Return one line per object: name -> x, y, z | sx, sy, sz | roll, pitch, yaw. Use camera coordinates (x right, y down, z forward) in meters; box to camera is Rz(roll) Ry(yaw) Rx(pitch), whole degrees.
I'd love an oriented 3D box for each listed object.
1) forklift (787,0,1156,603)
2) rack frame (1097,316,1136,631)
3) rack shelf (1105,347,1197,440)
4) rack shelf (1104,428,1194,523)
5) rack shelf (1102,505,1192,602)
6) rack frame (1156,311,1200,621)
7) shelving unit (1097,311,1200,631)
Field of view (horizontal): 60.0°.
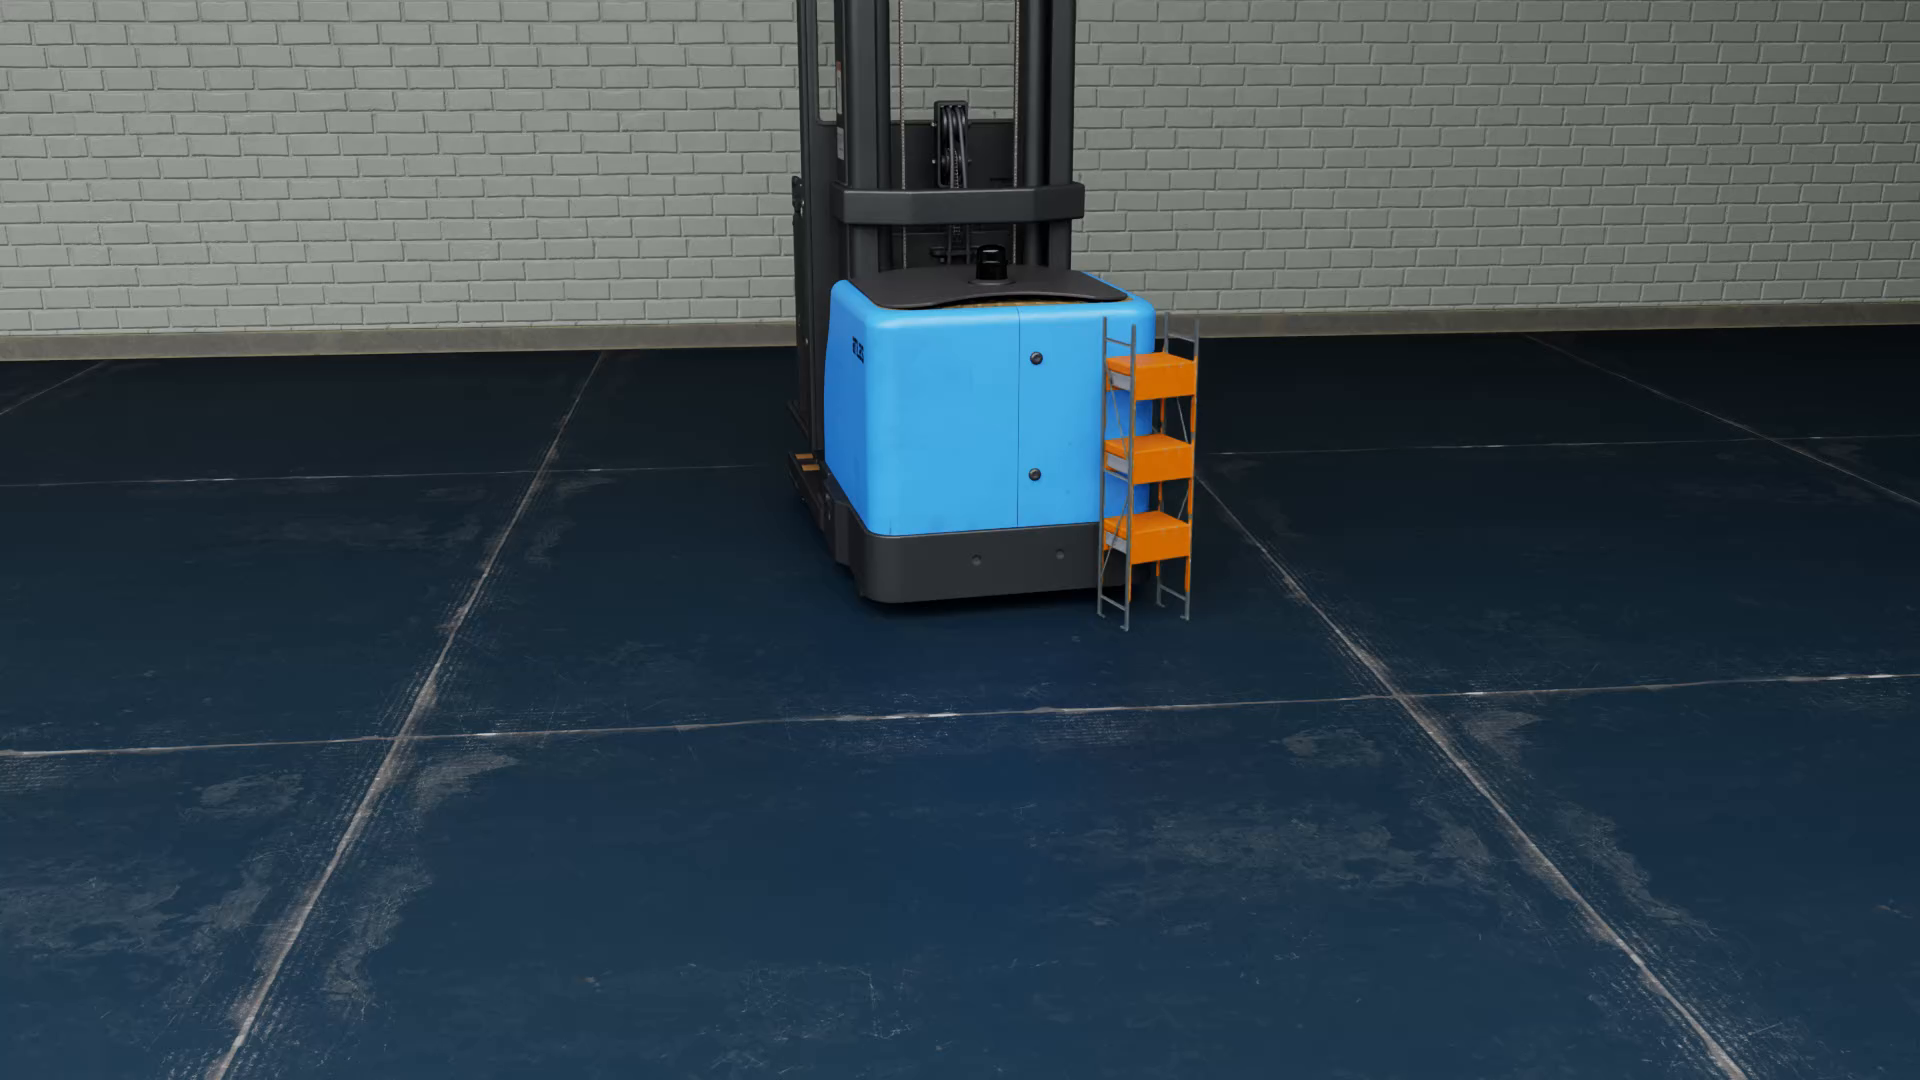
forklift -> -0.144, -1.582, 6.823 | 1.130, 2.935, 3.031 | -4, 18, -13
rack frame -> 0.526, -0.217, 5.610 | 0.008, 1.050, 0.200 | -8, 18, -25
rack shelf -> 0.634, -0.495, 5.582 | 0.240, 0.259, 0.215 | -8, 18, -25
rack shelf -> 0.636, -0.223, 5.663 | 0.240, 0.259, 0.215 | -8, 18, -25
rack shelf -> 0.638, 0.043, 5.743 | 0.240, 0.259, 0.215 | -8, 18, -25
rack frame -> 0.746, -0.249, 5.711 | 0.008, 1.050, 0.200 | -8, 18, -25
shelving unit -> 0.636, -0.233, 5.660 | 0.252, 1.050, 0.215 | -8, 18, -25
